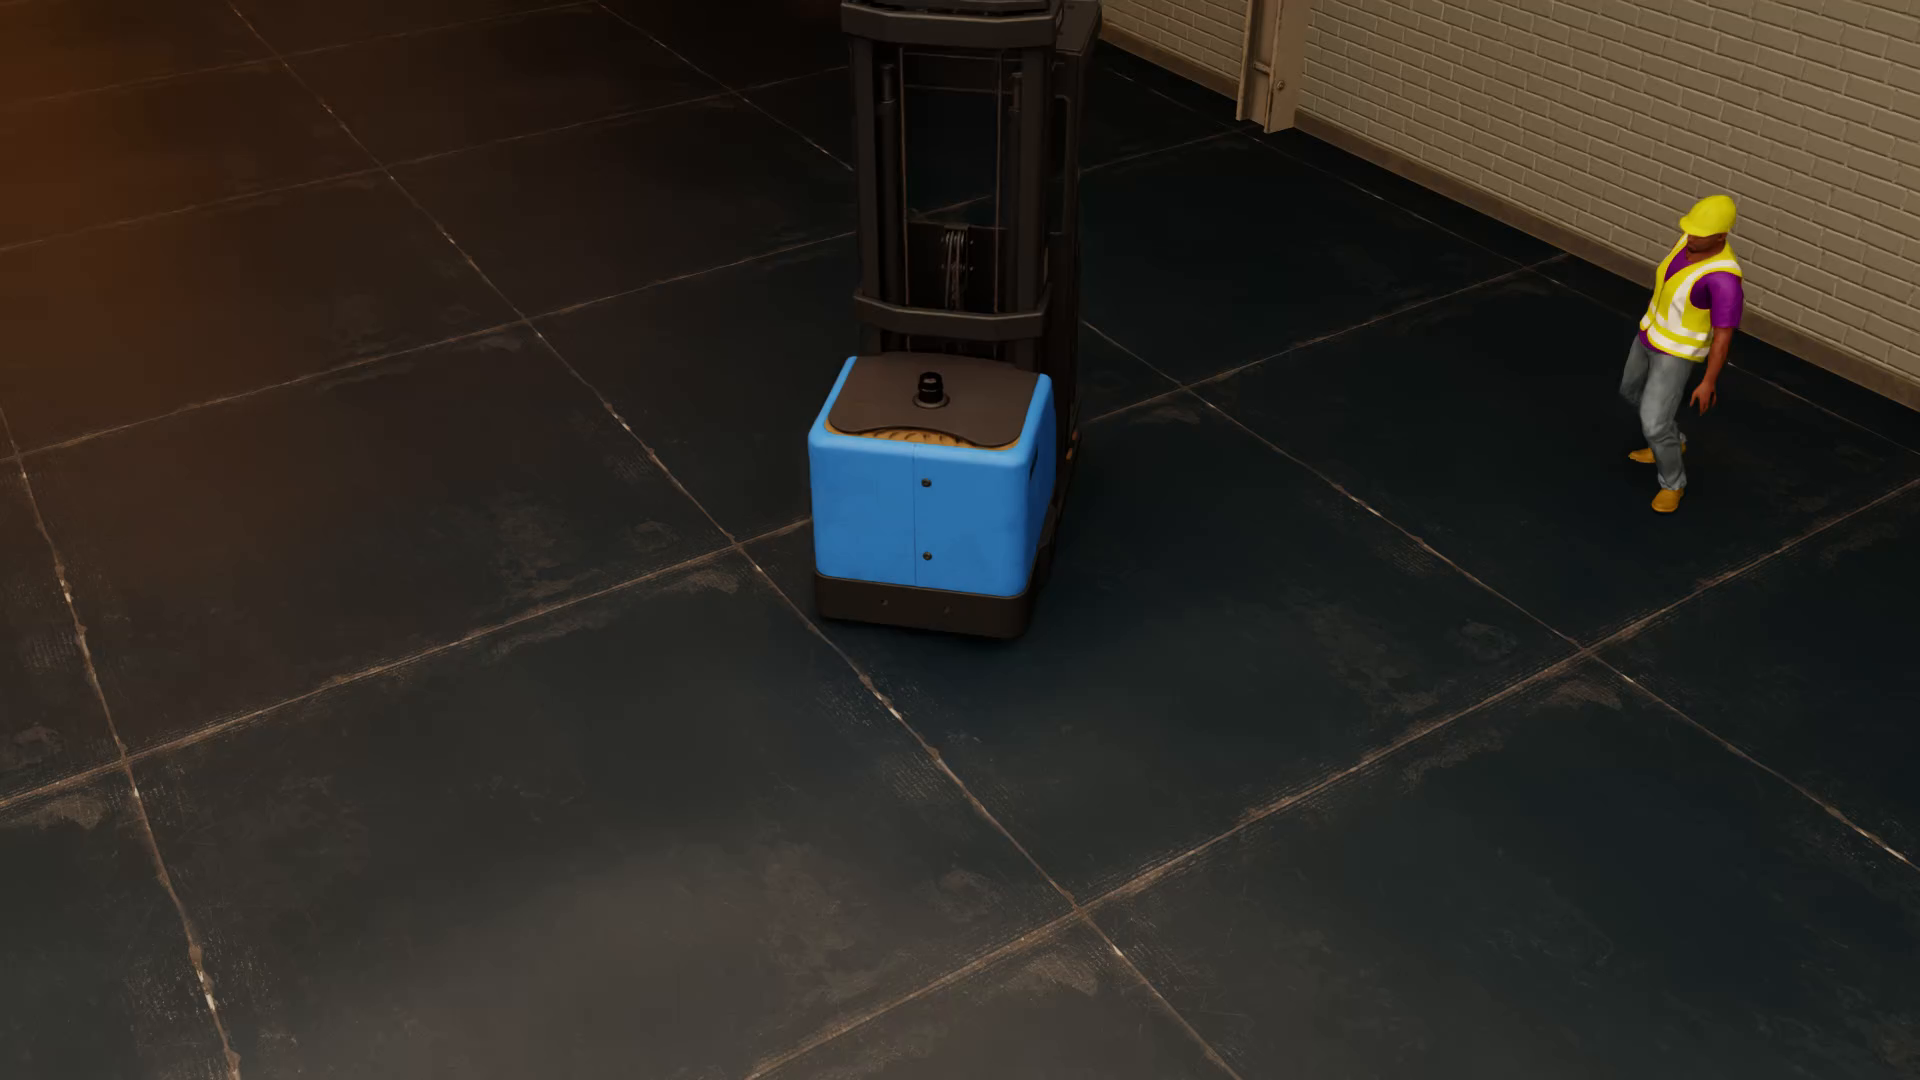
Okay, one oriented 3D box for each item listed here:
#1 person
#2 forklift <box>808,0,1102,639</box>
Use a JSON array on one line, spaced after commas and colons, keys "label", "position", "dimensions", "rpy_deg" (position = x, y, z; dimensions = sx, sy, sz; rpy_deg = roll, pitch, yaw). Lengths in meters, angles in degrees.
[{"label": "person", "position": [3.815, -1.074, 8.777], "dimensions": [0.503, 1.708, 0.911], "rpy_deg": [0, 35, 0]}, {"label": "forklift", "position": [0.076, -1.573, 8.386], "dimensions": [1.130, 2.935, 3.031], "rpy_deg": [6, 36, 9]}]
